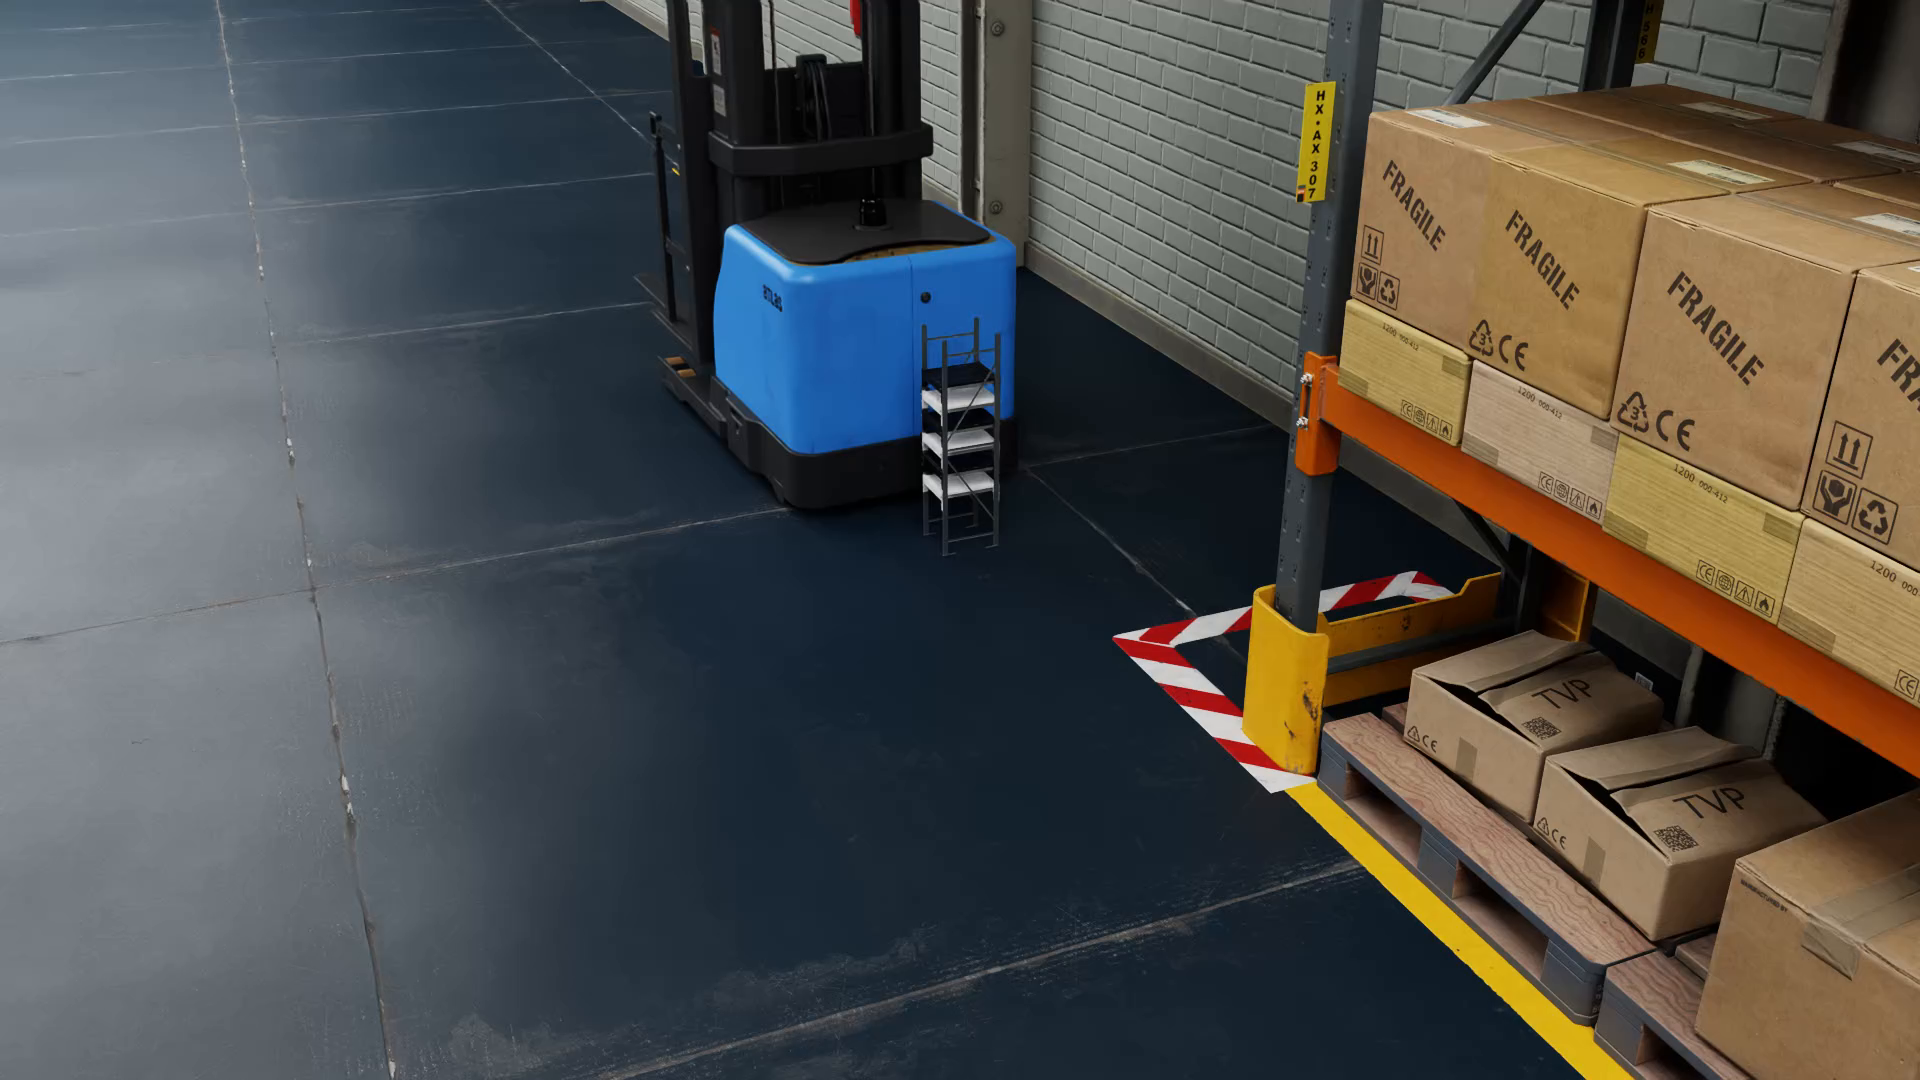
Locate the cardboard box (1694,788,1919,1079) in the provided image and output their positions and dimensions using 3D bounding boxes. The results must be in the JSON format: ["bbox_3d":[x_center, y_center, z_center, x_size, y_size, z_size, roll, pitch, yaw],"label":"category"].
[{"bbox_3d":[2.136,0.955,3.723,0.700,0.500,0.500,-12,29,-24],"label":"cardboard box"}]

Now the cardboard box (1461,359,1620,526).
[{"bbox_3d":[1.599,-0.283,4.059,0.500,0.250,0.500,-11,28,-22],"label":"cardboard box"}]

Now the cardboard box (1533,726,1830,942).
[{"bbox_3d":[1.895,0.735,4.388,0.500,0.311,0.500,-8,27,-16],"label":"cardboard box"}]

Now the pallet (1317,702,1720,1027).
[{"bbox_3d":[1.799,0.818,4.835,1.003,0.211,1.213,-11,28,-21],"label":"pallet"}]

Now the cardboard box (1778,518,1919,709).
[{"bbox_3d":[1.989,0.128,3.217,0.500,0.250,0.500,-10,28,-20],"label":"cardboard box"}]

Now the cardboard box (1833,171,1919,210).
[{"bbox_3d":[2.258,-0.512,3.673,0.500,0.500,0.500,-11,28,-22],"label":"cardboard box"}]

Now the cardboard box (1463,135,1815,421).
[{"bbox_3d":[1.578,-0.633,3.921,0.500,0.500,0.500,-10,28,-20],"label":"cardboard box"}]

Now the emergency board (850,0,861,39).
[{"bbox_3d":[-0.729,-4.093,11.713,0.194,1.169,0.643,-11,28,-21],"label":"emergency board"}]

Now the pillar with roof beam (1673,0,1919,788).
[{"bbox_3d":[-1.408,-2.622,1.864,9.100,9.000,0.400,-11,28,-21],"label":"pillar with roof beam"}]

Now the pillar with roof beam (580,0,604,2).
[{"bbox_3d":[-8.457,-9.889,16.747,9.100,9.000,0.400,-11,28,-21],"label":"pillar with roof beam"}]

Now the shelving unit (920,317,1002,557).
[{"bbox_3d":[0.003,-0.401,6.546,0.258,0.900,0.210,-11,28,-21],"label":"shelving unit"}]

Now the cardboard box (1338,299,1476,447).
[{"bbox_3d":[1.382,-0.490,4.483,0.500,0.250,0.500,-11,28,-22],"label":"cardboard box"}]

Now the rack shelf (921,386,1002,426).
[{"bbox_3d":[0.003,-0.533,6.481,0.258,0.077,0.200,-11,28,-21],"label":"rack shelf"}]

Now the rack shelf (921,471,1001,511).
[{"bbox_3d":[0.003,-0.209,6.639,0.258,0.077,0.200,-11,28,-21],"label":"rack shelf"}]

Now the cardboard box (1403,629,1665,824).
[{"bbox_3d":[1.671,0.505,4.860,0.500,0.311,0.500,-14,29,-26],"label":"cardboard box"}]

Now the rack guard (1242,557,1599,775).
[{"bbox_3d":[1.513,0.354,5.456,1.175,0.500,0.348,-11,28,-21],"label":"rack guard"}]

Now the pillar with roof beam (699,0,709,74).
[{"bbox_3d":[-6.107,-7.467,11.786,9.100,9.000,0.400,-11,28,-21],"label":"pillar with roof beam"}]

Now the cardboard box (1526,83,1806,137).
[{"bbox_3d":[1.863,-0.925,4.519,0.500,0.500,0.500,-11,28,-21],"label":"cardboard box"}]

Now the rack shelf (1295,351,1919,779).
[{"bbox_3d":[2.266,0.331,3.474,1.077,0.370,4.000,-11,28,-21],"label":"rack shelf"}]

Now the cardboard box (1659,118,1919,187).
[{"bbox_3d":[2.051,-0.720,4.099,0.500,0.500,0.500,-10,28,-20],"label":"cardboard box"}]

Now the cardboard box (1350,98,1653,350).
[{"bbox_3d":[1.394,-0.834,4.333,0.500,0.500,0.500,-11,28,-21],"label":"cardboard box"}]

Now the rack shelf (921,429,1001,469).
[{"bbox_3d":[0.003,-0.371,6.560,0.258,0.077,0.200,-11,28,-21],"label":"rack shelf"}]

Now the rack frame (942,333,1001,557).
[{"bbox_3d":[0.043,-0.360,6.462,0.240,0.900,0.006,-11,28,-21],"label":"rack frame"}]

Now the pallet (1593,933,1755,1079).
[{"bbox_3d":[2.272,1.309,3.828,1.003,0.211,1.213,-11,28,-21],"label":"pallet"}]

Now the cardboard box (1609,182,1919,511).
[{"bbox_3d":[1.775,-0.423,3.492,0.500,0.500,0.500,-12,28,-22],"label":"cardboard box"}]

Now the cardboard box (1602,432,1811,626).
[{"bbox_3d":[1.793,-0.076,3.636,0.500,0.250,0.500,-11,28,-21],"label":"cardboard box"}]

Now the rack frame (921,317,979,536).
[{"bbox_3d":[-0.037,-0.442,6.630,0.240,0.900,0.006,-11,28,-21],"label":"rack frame"}]

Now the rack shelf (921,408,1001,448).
[{"bbox_3d":[0.003,-0.452,6.521,0.258,0.077,0.200,-11,28,-21],"label":"rack shelf"}]

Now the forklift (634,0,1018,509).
[{"bbox_3d":[-0.849,-2.061,7.631,1.130,2.935,3.031,-12,29,-23],"label":"forklift"}]

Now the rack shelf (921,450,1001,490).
[{"bbox_3d":[0.003,-0.290,6.600,0.258,0.077,0.200,-11,28,-21],"label":"rack shelf"}]

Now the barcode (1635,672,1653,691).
[{"bbox_3d":[2.046,0.440,4.983,0.001,0.075,0.075,-11,28,-21],"label":"barcode"}]

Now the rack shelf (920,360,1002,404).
[{"bbox_3d":[0.003,-0.614,6.442,0.258,0.077,0.200,-11,28,-21],"label":"rack shelf"}]

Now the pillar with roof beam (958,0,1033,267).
[{"bbox_3d":[-3.758,-5.045,6.825,9.100,9.000,0.400,-11,28,-21],"label":"pillar with roof beam"}]

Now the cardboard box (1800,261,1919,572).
[{"bbox_3d":[1.988,-0.217,3.069,0.500,0.500,0.500,-10,28,-19],"label":"cardboard box"}]

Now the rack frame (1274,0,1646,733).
[{"bbox_3d":[1.483,-0.800,4.970,1.000,3.000,0.127,-11,28,-21],"label":"rack frame"}]

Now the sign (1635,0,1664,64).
[{"bbox_3d":[2.002,-1.550,4.825,0.100,0.325,0.005,-11,28,-21],"label":"sign"}]

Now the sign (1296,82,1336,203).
[{"bbox_3d":[0.984,-1.096,4.589,0.100,0.325,0.005,-11,28,-21],"label":"sign"}]
